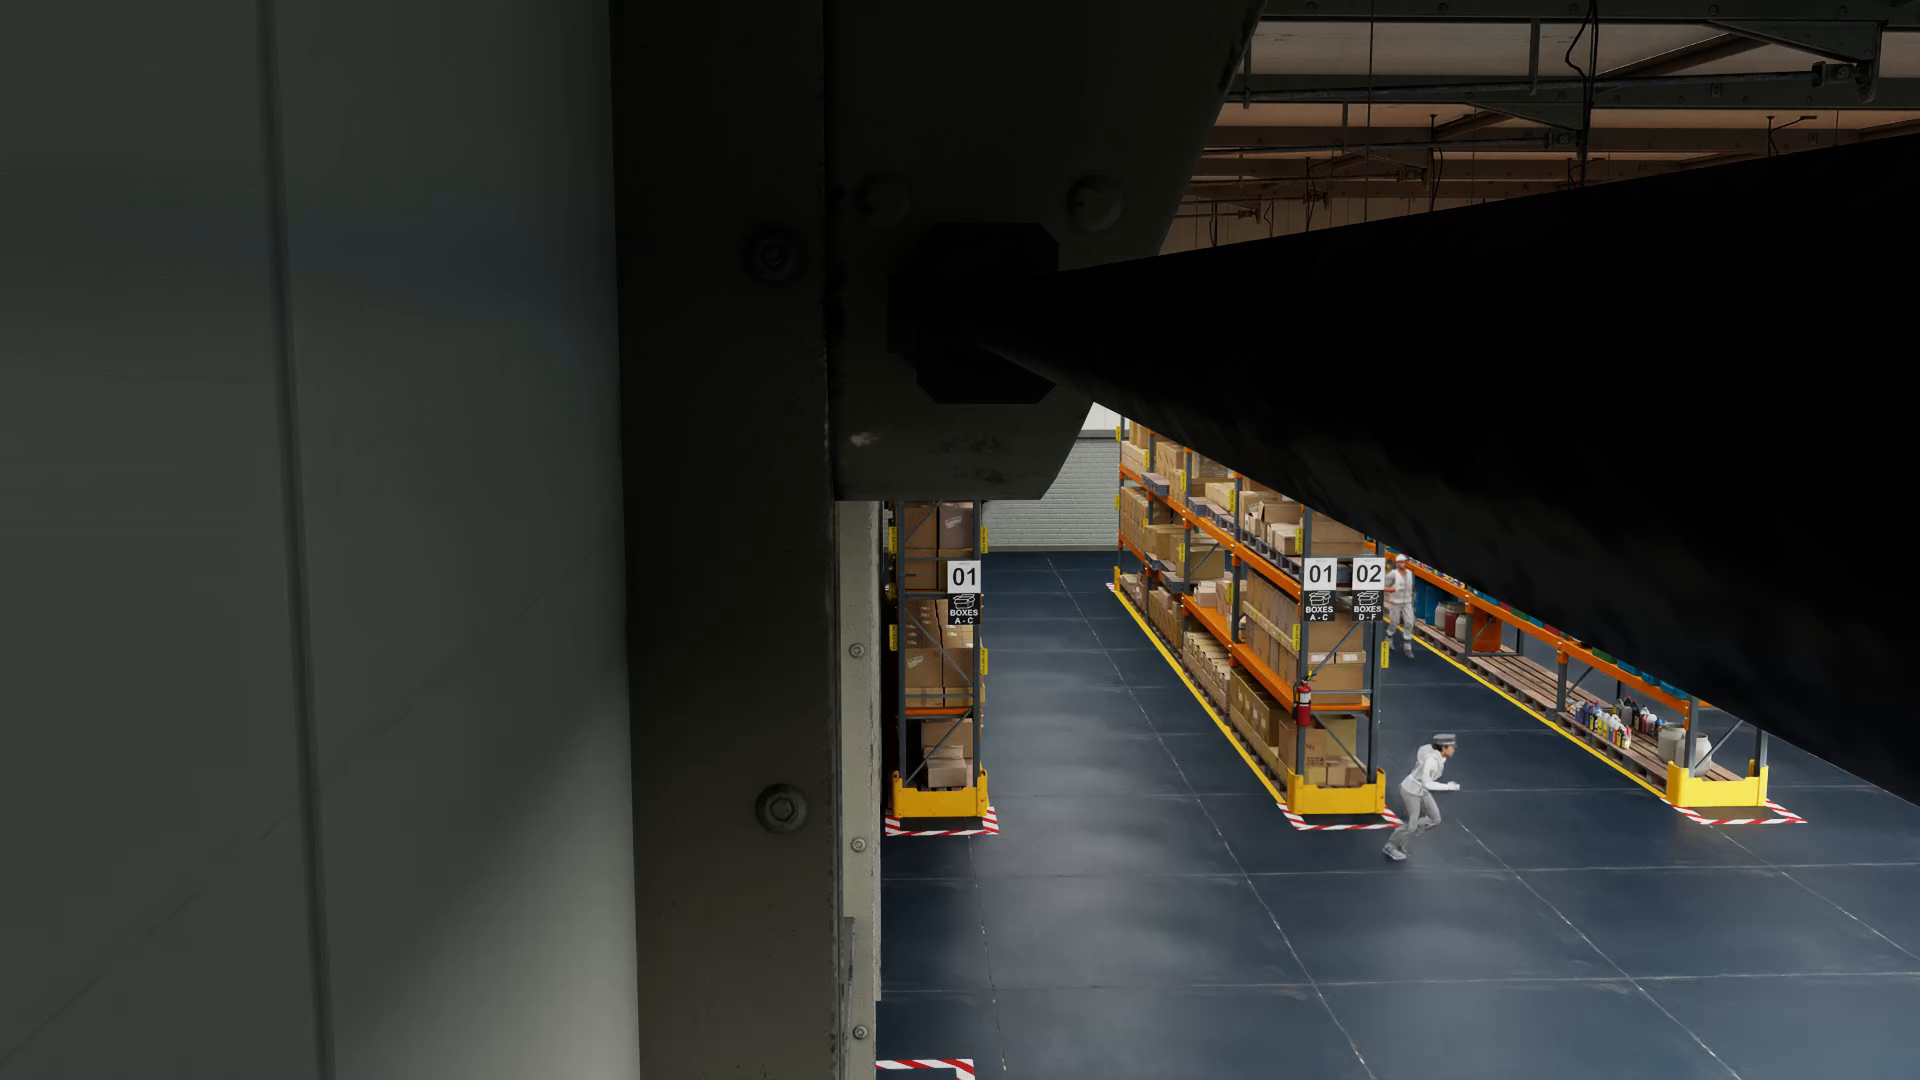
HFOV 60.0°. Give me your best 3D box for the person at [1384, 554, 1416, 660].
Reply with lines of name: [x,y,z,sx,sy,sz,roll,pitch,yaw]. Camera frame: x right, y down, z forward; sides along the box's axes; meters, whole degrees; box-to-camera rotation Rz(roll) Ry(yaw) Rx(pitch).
person: [7.861,1.159,29.710,0.643,1.829,0.850,-1,8,-9]

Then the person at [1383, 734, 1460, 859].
person: [5.253,2.891,18.848,0.843,1.505,0.643,4,9,27]
